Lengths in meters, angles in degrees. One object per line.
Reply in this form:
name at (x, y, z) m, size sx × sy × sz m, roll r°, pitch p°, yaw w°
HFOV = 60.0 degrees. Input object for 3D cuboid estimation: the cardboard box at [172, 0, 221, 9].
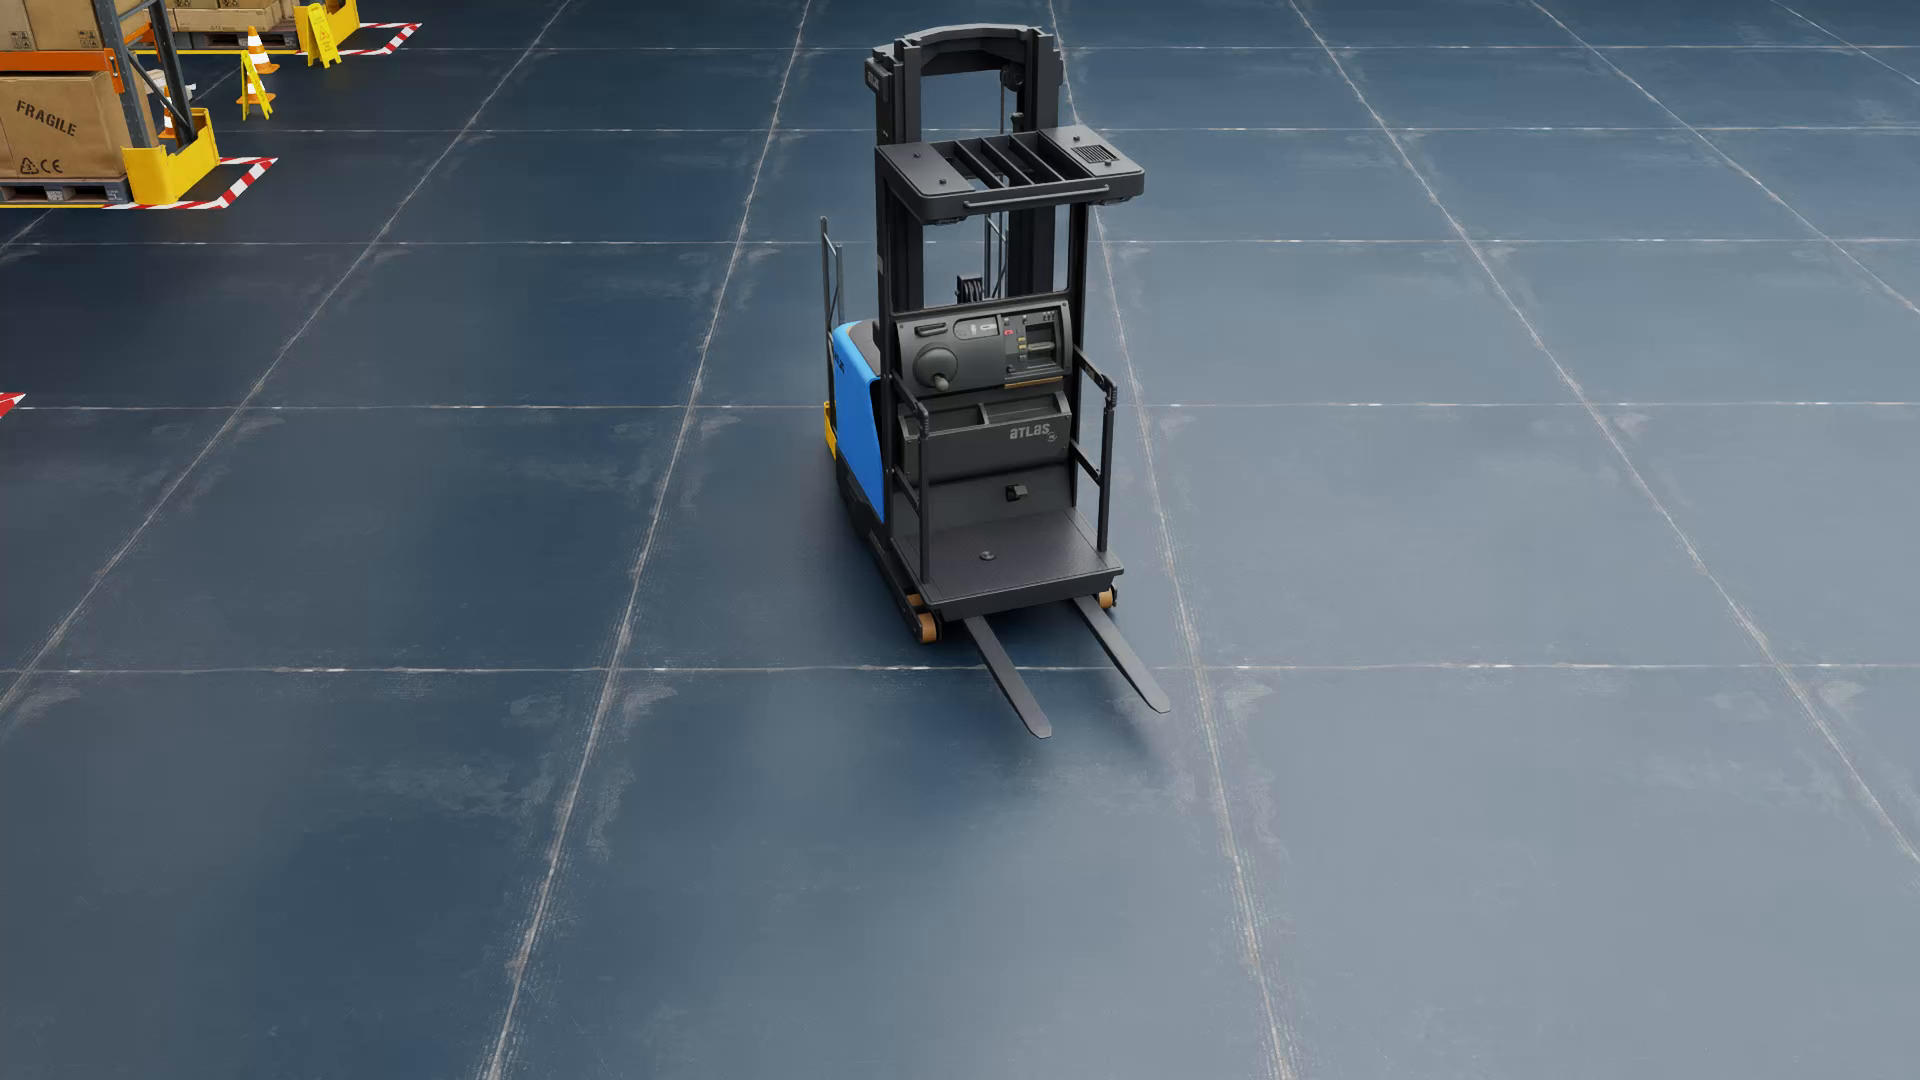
cardboard box at (-8.488, -6.242, 18.559) m, size 0.500 × 0.500 × 0.500 m, roll 1°, pitch 31°, yaw 2°

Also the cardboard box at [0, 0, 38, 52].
cardboard box at (-7.956, -4.518, 14.049) m, size 0.550 × 0.550 × 0.875 m, roll 0°, pitch 31°, yaw 0°

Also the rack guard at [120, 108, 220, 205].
rack guard at (-7.011, -3.423, 14.799) m, size 0.348 × 0.500 × 1.175 m, roll 0°, pitch 31°, yaw 0°

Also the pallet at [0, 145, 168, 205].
pallet at (-7.834, -3.256, 14.803) m, size 1.213 × 0.211 × 1.003 m, roll 0°, pitch 31°, yaw 0°

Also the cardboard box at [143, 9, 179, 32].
cardboard box at (-9.014, -5.919, 18.749) m, size 0.500 × 0.250 × 0.500 m, roll -1°, pitch 31°, yaw -2°

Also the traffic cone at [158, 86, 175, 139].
traffic cone at (-7.575, -4.142, 16.020) m, size 0.334 × 0.463 × 0.336 m, roll 0°, pitch 31°, yaw 0°

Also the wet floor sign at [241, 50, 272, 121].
wet floor sign at (-7.018, -4.512, 16.454) m, size 0.232 × 0.644 × 0.267 m, roll -5°, pitch 32°, yaw -9°

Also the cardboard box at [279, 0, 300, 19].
cardboard box at (-7.975, -6.204, 19.218) m, size 0.500 × 0.250 × 0.500 m, roll 0°, pitch 31°, yaw -1°

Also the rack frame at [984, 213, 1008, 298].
rack frame at (0.228, -1.300, 10.335) m, size 0.032 × 1.500 × 0.500 m, roll -8°, pitch 32°, yaw -13°

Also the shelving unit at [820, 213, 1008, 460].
shelving unit at (-0.272, -1.230, 10.221) m, size 1.083 × 1.500 × 0.587 m, roll -8°, pitch 32°, yaw -13°

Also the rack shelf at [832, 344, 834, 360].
rack shelf at (-0.263, -1.078, 10.317) m, size 1.000 × 0.185 × 0.538 m, roll -8°, pitch 32°, yaw -13°

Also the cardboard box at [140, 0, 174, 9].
cardboard box at (-8.992, -6.244, 18.562) m, size 0.500 × 0.500 × 0.500 m, roll -1°, pitch 31°, yaw -1°

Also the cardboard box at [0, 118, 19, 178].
cardboard box at (-8.593, -3.723, 14.526) m, size 0.875 × 0.875 × 0.875 m, roll -1°, pitch 31°, yaw -1°

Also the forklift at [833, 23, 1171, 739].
forklift at (0.201, -0.943, 8.368) m, size 1.130 × 2.935 × 3.031 m, roll -10°, pitch 33°, yaw -16°

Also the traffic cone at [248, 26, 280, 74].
traffic cone at (-7.588, -5.304, 17.935) m, size 0.334 × 0.463 × 0.336 m, roll 0°, pitch 31°, yaw 0°

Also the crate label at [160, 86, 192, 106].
crate label at (-8.028, -4.555, 17.015) m, size 0.298 × 0.136 × 0.250 m, roll -17°, pitch 35°, yaw -26°

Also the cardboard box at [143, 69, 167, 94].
cardboard box at (-8.464, -4.788, 17.388) m, size 0.250 × 0.149 × 0.380 m, roll 16°, pitch 35°, yaw 25°

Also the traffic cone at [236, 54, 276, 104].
traffic cone at (-7.242, -4.729, 16.988) m, size 0.334 × 0.463 × 0.336 m, roll 0°, pitch 31°, yaw 0°

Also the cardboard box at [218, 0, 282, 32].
cardboard box at (-7.997, -5.921, 18.752) m, size 0.500 × 0.250 × 0.500 m, roll 0°, pitch 31°, yaw -1°

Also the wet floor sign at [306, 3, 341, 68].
wet floor sign at (-6.970, -5.498, 18.079) m, size 0.232 × 0.644 × 0.267 m, roll 10°, pitch 33°, yaw 17°

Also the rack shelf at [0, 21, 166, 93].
rack shelf at (-9.035, -4.178, 14.327) m, size 4.000 × 0.370 × 1.077 m, roll 0°, pitch 31°, yaw 0°

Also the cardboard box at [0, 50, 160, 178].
cardboard box at (-7.713, -3.726, 14.533) m, size 0.875 × 0.875 × 0.875 m, roll 0°, pitch 31°, yaw 0°

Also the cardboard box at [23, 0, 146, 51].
cardboard box at (-7.406, -4.531, 14.071) m, size 0.550 × 0.550 × 0.875 m, roll 0°, pitch 31°, yaw 0°

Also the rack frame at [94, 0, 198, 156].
rack frame at (-7.035, -4.492, 14.150) m, size 0.127 × 3.000 × 1.000 m, roll 0°, pitch 31°, yaw 0°

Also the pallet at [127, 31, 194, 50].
pallet at (-9.272, -5.880, 19.127) m, size 1.213 × 0.211 × 1.003 m, roll 0°, pitch 31°, yaw 0°

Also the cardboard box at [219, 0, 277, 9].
cardboard box at (-7.966, -6.246, 18.565) m, size 0.500 × 0.500 × 0.500 m, roll 0°, pitch 31°, yaw 0°

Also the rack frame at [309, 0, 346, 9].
rack frame at (-7.166, -7.059, 18.382) m, size 0.127 × 3.000 × 1.000 m, roll 0°, pitch 31°, yaw 0°

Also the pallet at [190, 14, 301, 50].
pallet at (-8.055, -5.882, 19.131) m, size 1.213 × 0.211 × 1.003 m, roll 0°, pitch 31°, yaw 0°

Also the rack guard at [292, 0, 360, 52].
rack guard at (-7.242, -5.990, 19.030) m, size 0.348 × 0.500 × 1.175 m, roll 0°, pitch 31°, yaw 0°

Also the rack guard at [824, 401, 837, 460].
rack guard at (-0.753, -0.629, 10.436) m, size 0.087 × 0.250 × 0.587 m, roll -8°, pitch 32°, yaw -13°

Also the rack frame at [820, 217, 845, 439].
rack frame at (-0.755, -1.164, 10.111) m, size 0.032 × 1.500 × 0.500 m, roll -8°, pitch 32°, yaw -13°

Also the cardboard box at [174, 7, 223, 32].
cardboard box at (-8.491, -5.923, 18.756) m, size 0.500 × 0.250 × 0.500 m, roll 0°, pitch 31°, yaw 0°

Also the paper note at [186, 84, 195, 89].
paper note at (-8.099, -4.754, 17.445) m, size 0.142 × 0.019 × 0.148 m, roll -11°, pitch 33°, yaw -17°
